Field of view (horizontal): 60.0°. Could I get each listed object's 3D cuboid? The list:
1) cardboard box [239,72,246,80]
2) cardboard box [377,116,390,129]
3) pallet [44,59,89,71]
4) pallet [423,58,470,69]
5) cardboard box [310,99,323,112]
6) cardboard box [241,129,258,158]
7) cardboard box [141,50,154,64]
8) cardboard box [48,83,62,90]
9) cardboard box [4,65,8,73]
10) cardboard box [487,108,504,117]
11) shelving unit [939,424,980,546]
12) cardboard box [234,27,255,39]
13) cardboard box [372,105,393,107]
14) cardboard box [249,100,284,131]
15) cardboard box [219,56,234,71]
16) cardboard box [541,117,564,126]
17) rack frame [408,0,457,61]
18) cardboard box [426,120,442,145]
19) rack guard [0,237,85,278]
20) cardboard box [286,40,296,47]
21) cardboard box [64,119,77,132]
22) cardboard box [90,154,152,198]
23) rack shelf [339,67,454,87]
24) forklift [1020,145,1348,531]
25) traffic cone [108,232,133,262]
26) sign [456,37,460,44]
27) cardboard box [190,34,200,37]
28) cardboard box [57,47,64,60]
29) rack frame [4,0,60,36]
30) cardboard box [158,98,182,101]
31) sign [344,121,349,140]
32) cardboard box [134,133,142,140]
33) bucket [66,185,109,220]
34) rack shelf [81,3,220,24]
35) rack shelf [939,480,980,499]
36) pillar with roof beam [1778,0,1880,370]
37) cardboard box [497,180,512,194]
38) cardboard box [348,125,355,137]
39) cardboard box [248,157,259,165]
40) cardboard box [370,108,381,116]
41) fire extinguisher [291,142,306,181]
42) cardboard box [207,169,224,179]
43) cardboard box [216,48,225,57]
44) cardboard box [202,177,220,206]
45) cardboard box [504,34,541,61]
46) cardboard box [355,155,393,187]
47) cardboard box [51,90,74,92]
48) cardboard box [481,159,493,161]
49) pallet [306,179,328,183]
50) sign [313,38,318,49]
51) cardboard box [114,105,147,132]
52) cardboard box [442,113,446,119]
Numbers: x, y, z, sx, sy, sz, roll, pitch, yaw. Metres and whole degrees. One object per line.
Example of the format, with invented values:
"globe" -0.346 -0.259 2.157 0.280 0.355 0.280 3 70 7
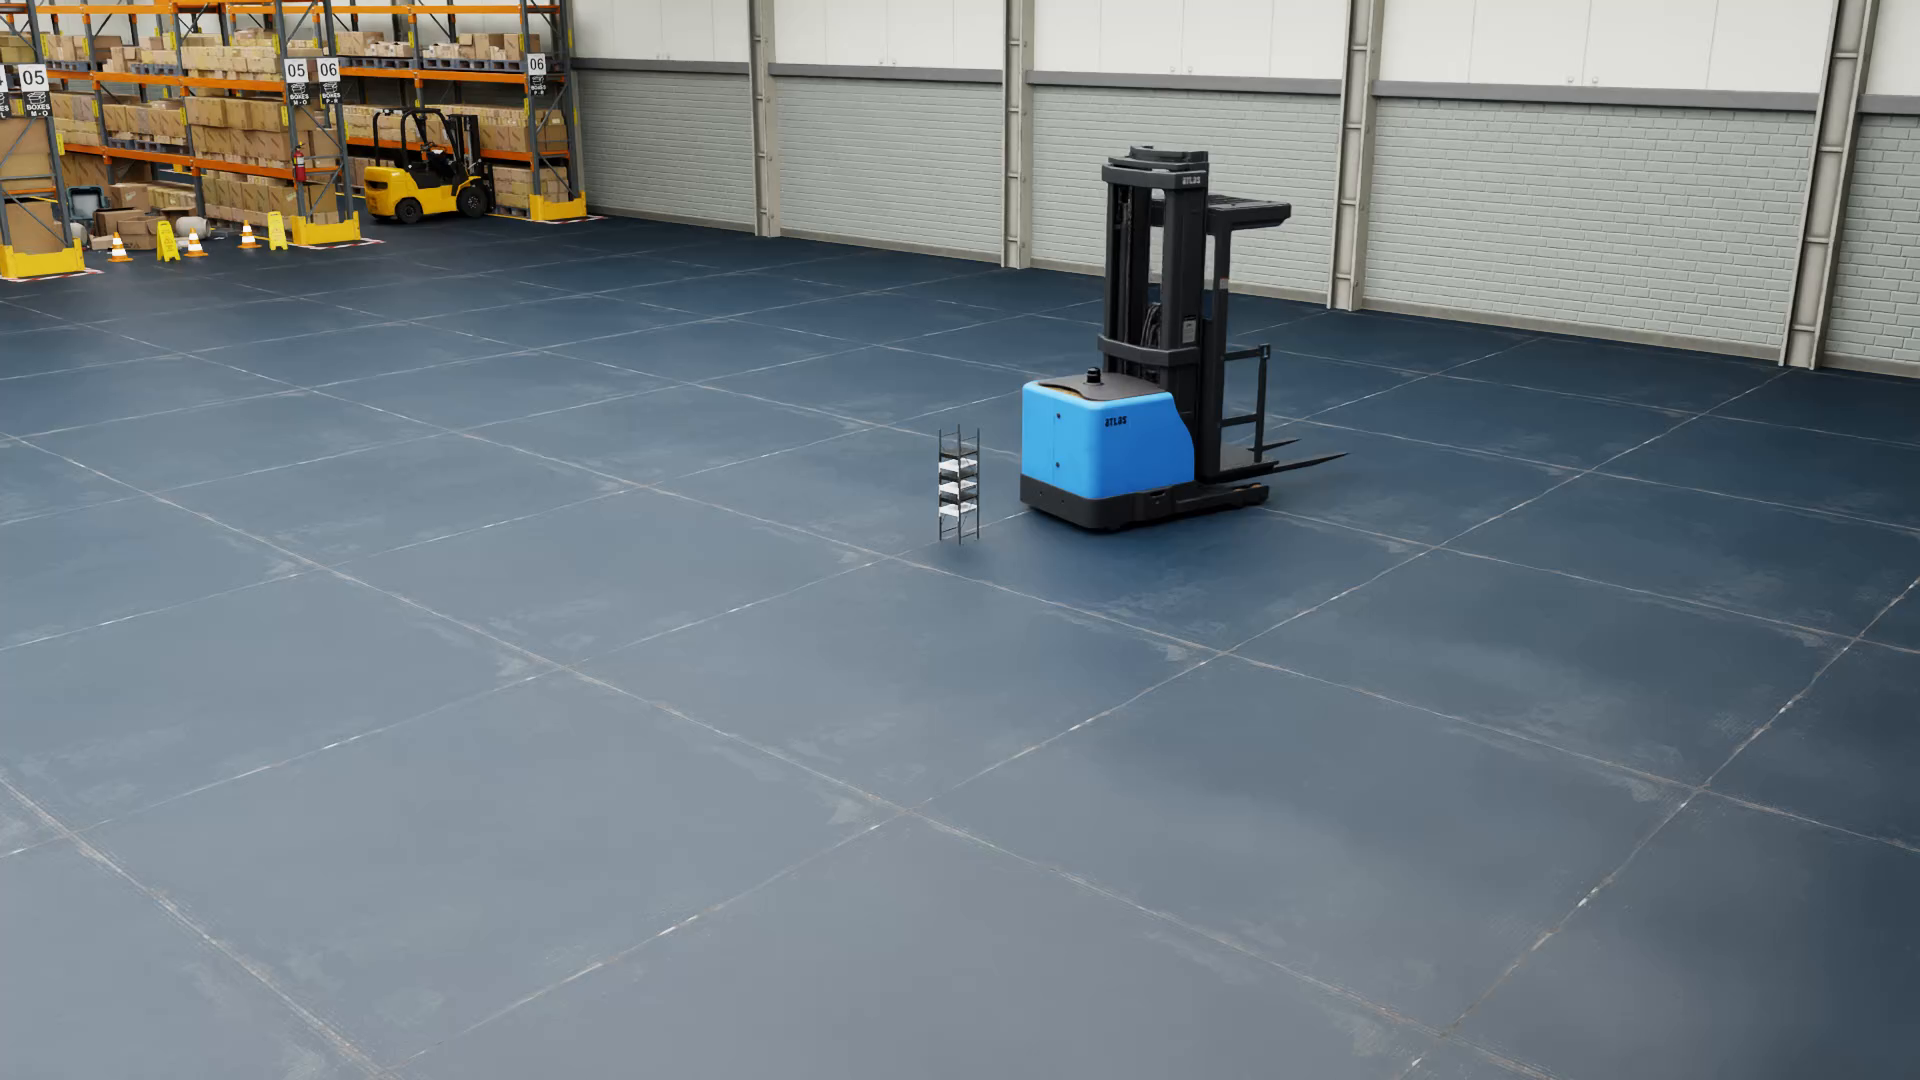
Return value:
"cardboard box" -12.817 -8.418 30.134 0.250 0.149 0.380 14 22 38
"cardboard box" -12.430 -9.176 36.488 0.500 0.250 0.500 16 23 40
"pallet" -18.764 -10.123 35.404 1.213 0.211 1.003 16 24 42
"pallet" -10.470 -9.985 34.803 1.213 0.211 1.003 15 23 39
"cardboard box" -15.461 -10.101 39.117 0.637 0.503 0.797 14 23 38
"cardboard box" -12.758 -7.275 30.419 0.500 0.500 0.500 15 23 39
"cardboard box" -15.706 -9.487 32.642 0.500 0.250 0.500 15 23 40
"cardboard box" -20.465 -10.201 37.405 0.250 0.149 0.380 15 23 38
"cardboard box" -14.870 -7.446 26.212 0.250 0.149 0.380 15 23 40
"cardboard box" -9.365 -8.666 33.728 0.250 0.149 0.380 16 23 41
"shelving unit" -0.006 -0.431 12.981 0.210 0.900 0.258 15 23 39
"cardboard box" -17.115 -12.127 39.784 0.258 0.266 0.396 15 23 39
"cardboard box" -13.086 -9.777 37.722 0.250 0.149 0.380 14 23 38
"cardboard box" -12.326 -7.658 29.975 0.500 0.500 0.700 15 23 40
"cardboard box" -13.133 -8.683 30.310 0.500 0.250 0.500 15 23 40
"cardboard box" -8.215 -8.443 33.520 0.250 0.149 0.380 14 23 38
"rack frame" -11.125 -11.622 34.857 0.127 3.000 1.000 15 23 39
"cardboard box" -10.967 -8.662 35.283 0.500 0.500 0.500 14 22 38
"rack guard" -14.618 -4.499 26.463 0.348 0.500 1.175 15 23 39
"cardboard box" -15.351 -11.469 38.428 0.250 0.149 0.380 14 23 38
"cardboard box" -18.722 -8.849 35.458 0.500 0.250 0.500 14 23 38
"cardboard box" -17.870 -7.787 35.508 0.875 0.875 0.875 15 23 39
"rack shelf" -12.621 -10.251 36.685 4.000 0.370 1.077 15 23 39
"forklift" 2.013 -1.791 13.909 3.031 2.935 1.130 -11 21 -32
"traffic cone" -14.090 -4.914 27.832 0.334 0.463 0.336 15 23 39
"sign" -10.758 -10.603 35.617 0.005 0.325 0.100 15 23 39
"cardboard box" -18.795 -12.460 41.387 0.500 0.250 0.500 16 24 41
"cardboard box" -18.671 -10.205 34.879 0.258 0.266 0.396 14 23 38
"rack frame" -20.401 -12.105 36.377 0.127 3.000 1.000 15 23 39
"cardboard box" -15.998 -8.876 33.699 0.250 0.149 0.380 14 22 37
"sign" -11.065 -7.371 29.949 0.005 0.325 0.100 15 23 39
"cardboard box" -16.502 -8.195 33.696 0.380 0.149 0.250 -17 24 -42
"bucket" -15.995 -6.157 30.454 0.726 0.611 0.620 -9 10 -27
"rack shelf" -15.913 -10.367 32.751 4.000 0.370 1.077 15 23 39
"rack shelf" -0.006 -0.399 12.991 0.200 0.077 0.258 15 23 39
"pillar with roof beam" 7.037 -5.370 15.156 0.400 9.000 9.100 15 23 39
"cardboard box" -9.073 -7.218 33.921 0.500 0.250 0.500 15 23 39
"cardboard box" -13.575 -9.248 37.541 0.500 0.250 0.500 14 23 38
"cardboard box" -12.850 -6.984 30.574 0.250 0.149 0.380 15 23 39
"cardboard box" -12.753 -9.424 36.609 0.250 0.149 0.380 14 23 38
"fire extinguisher" -11.646 -6.672 29.304 0.183 0.674 0.296 15 23 39
"cardboard box" -14.101 -6.977 31.677 0.250 0.149 0.380 15 23 40
"cardboard box" -13.388 -8.943 30.470 0.250 0.149 0.380 15 23 38
"cardboard box" -14.155 -6.707 31.897 0.500 0.500 0.500 16 24 42
"cardboard box" -8.626 -9.719 32.793 0.500 0.500 0.500 16 24 41
"cardboard box" -13.166 -8.377 37.779 0.625 0.625 0.875 16 24 41
"cardboard box" -19.900 -9.737 37.015 0.500 0.500 0.500 16 24 41
"cardboard box" -10.240 -7.976 35.482 0.500 0.250 0.500 15 23 38
"pallet" -14.650 -8.395 39.216 1.213 0.211 1.003 15 23 39
"sign" -14.479 -11.120 37.378 0.005 0.325 0.100 15 23 39
"cardboard box" -16.832 -8.586 33.856 0.500 0.500 0.500 17 24 42
"cardboard box" -10.653 -8.899 34.954 0.250 0.149 0.380 15 23 39
